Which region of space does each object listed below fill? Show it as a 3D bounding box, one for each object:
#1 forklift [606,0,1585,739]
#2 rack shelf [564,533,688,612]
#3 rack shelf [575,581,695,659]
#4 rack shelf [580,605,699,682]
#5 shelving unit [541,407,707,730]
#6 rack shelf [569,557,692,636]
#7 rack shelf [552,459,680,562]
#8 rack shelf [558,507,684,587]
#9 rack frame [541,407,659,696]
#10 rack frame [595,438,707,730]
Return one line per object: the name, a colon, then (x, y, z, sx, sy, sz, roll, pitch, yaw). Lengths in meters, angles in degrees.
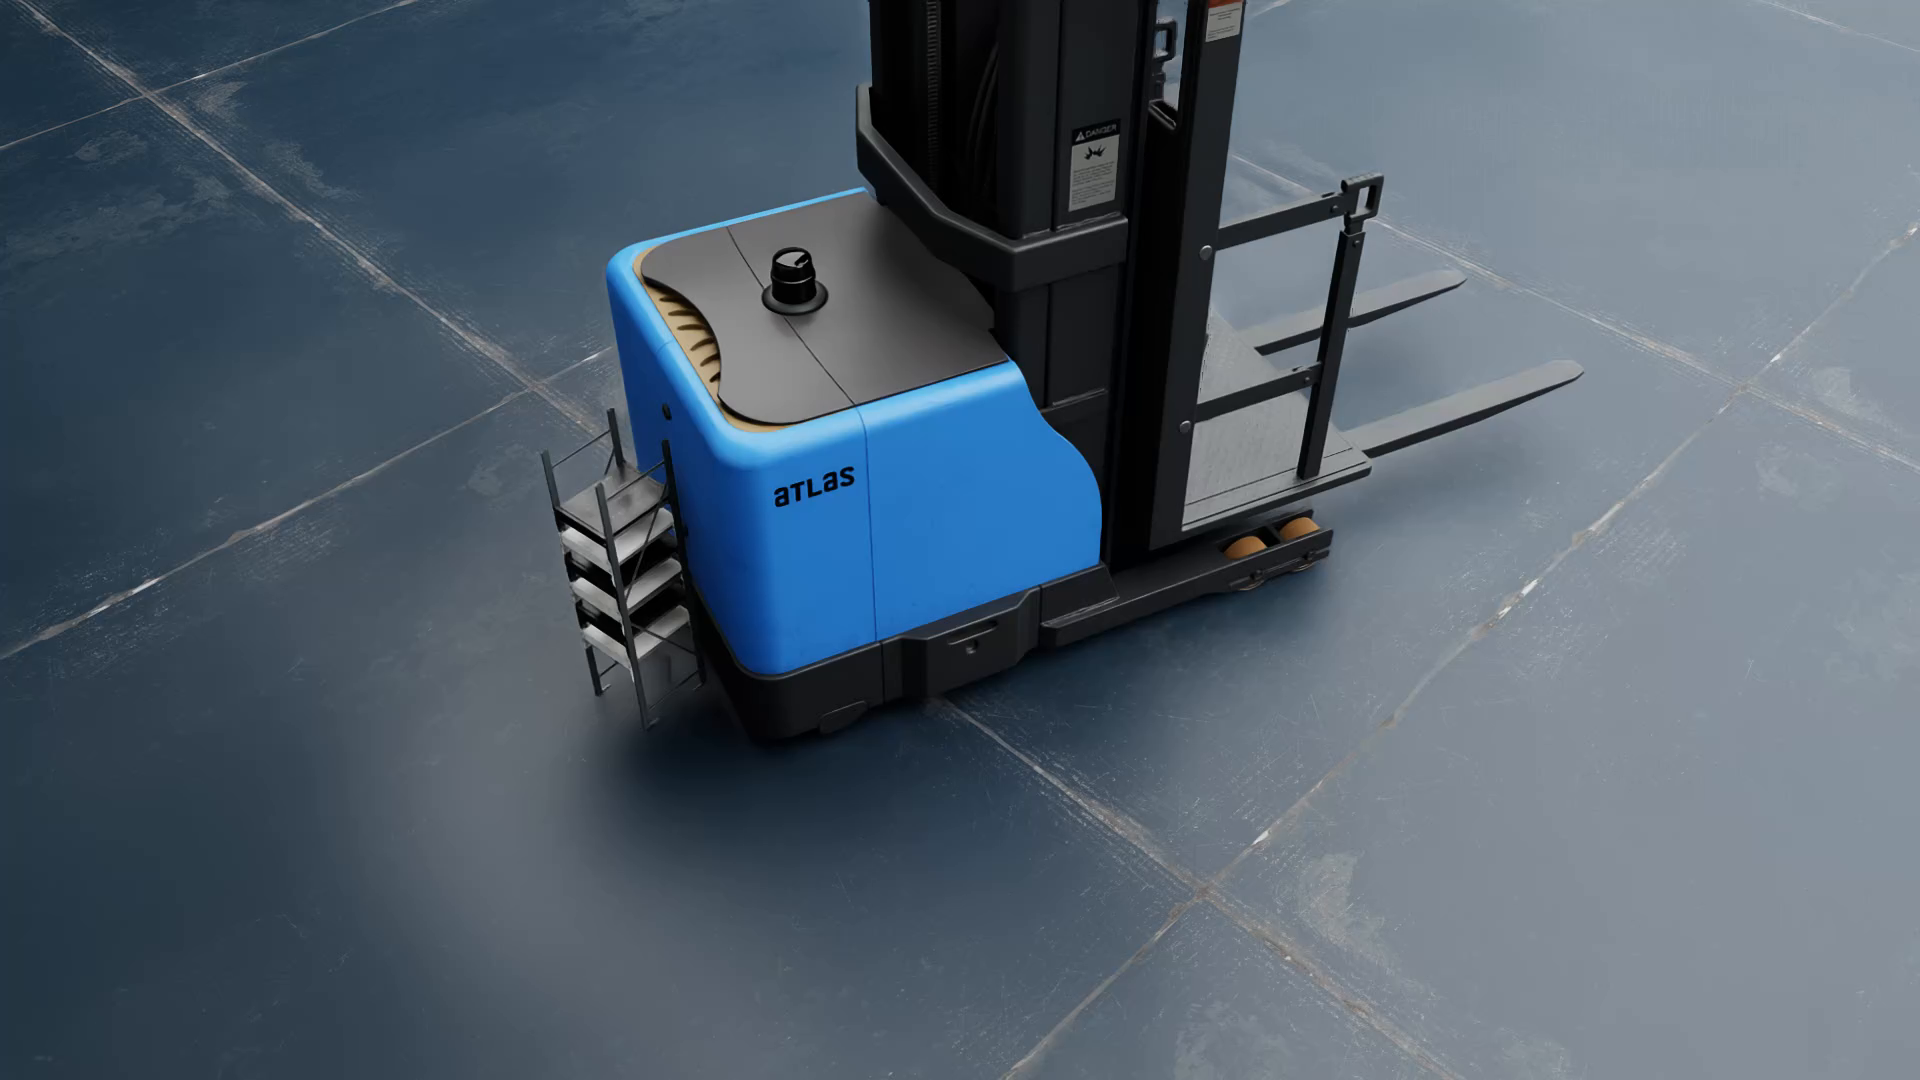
forklift: (0.575, -1.227, 4.418, 3.031, 2.935, 1.130, -18, 46, -19)
rack shelf: (-0.891, 0.053, 4.445, 0.200, 0.077, 0.258, 29, 50, 28)
rack shelf: (-0.890, 0.186, 4.566, 0.200, 0.077, 0.258, 29, 50, 28)
rack shelf: (-0.889, 0.252, 4.627, 0.200, 0.077, 0.258, 29, 50, 28)
shelving unit: (-0.891, 0.095, 4.483, 0.210, 0.900, 0.258, 29, 50, 28)
rack shelf: (-0.890, 0.120, 4.506, 0.200, 0.077, 0.258, 29, 50, 28)
rack shelf: (-0.892, -0.080, 4.323, 0.200, 0.077, 0.258, 29, 50, 28)
rack shelf: (-0.891, -0.013, 4.384, 0.200, 0.077, 0.258, 29, 50, 28)
rack frame: (-0.969, 0.052, 4.531, 0.006, 0.900, 0.240, 29, 50, 28)
rack frame: (-0.812, 0.138, 4.435, 0.006, 0.900, 0.240, 29, 50, 28)
